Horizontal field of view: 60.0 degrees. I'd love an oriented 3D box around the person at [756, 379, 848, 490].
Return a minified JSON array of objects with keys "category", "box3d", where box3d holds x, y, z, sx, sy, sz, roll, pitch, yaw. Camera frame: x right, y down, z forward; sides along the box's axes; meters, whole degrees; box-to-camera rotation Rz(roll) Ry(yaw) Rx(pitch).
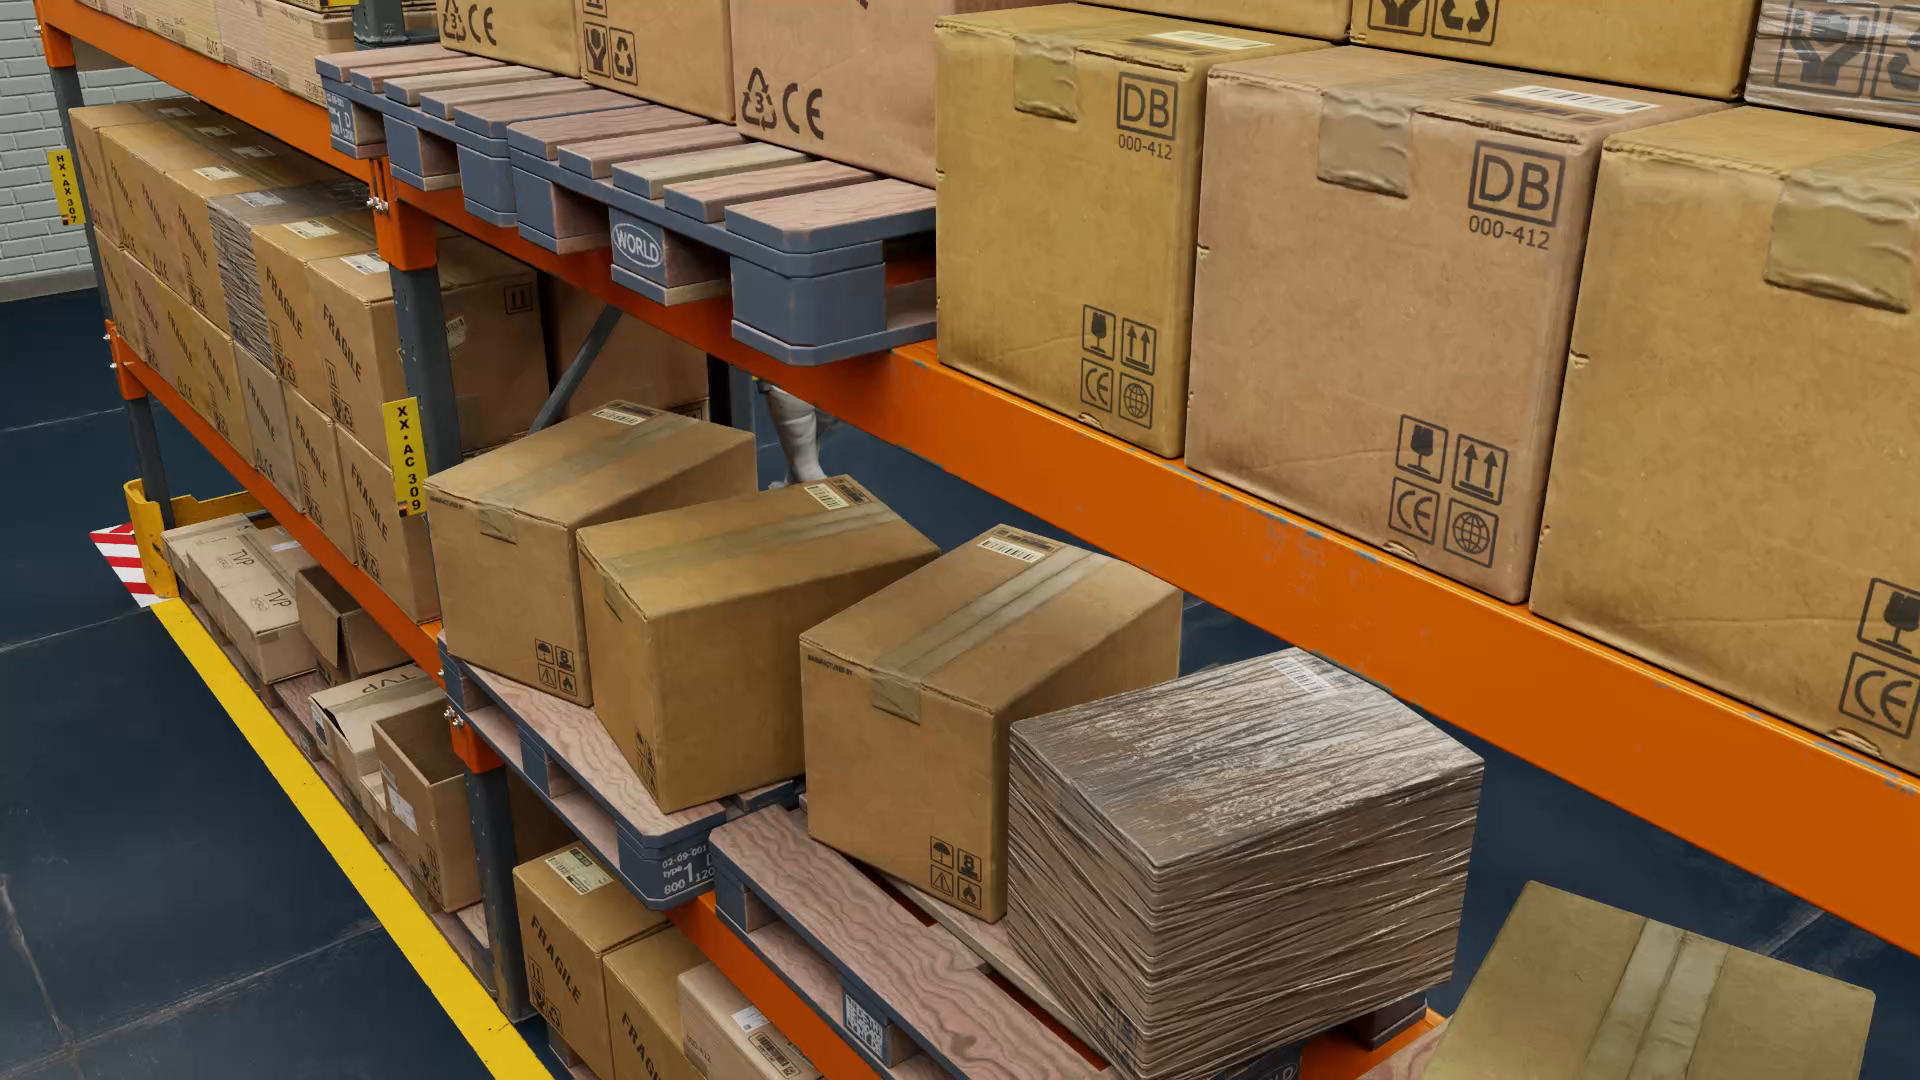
[{"category":"person","box3d":[-0.819,-0.778,8.258,0.486,1.599,1.017,-17,30,-32]}]
